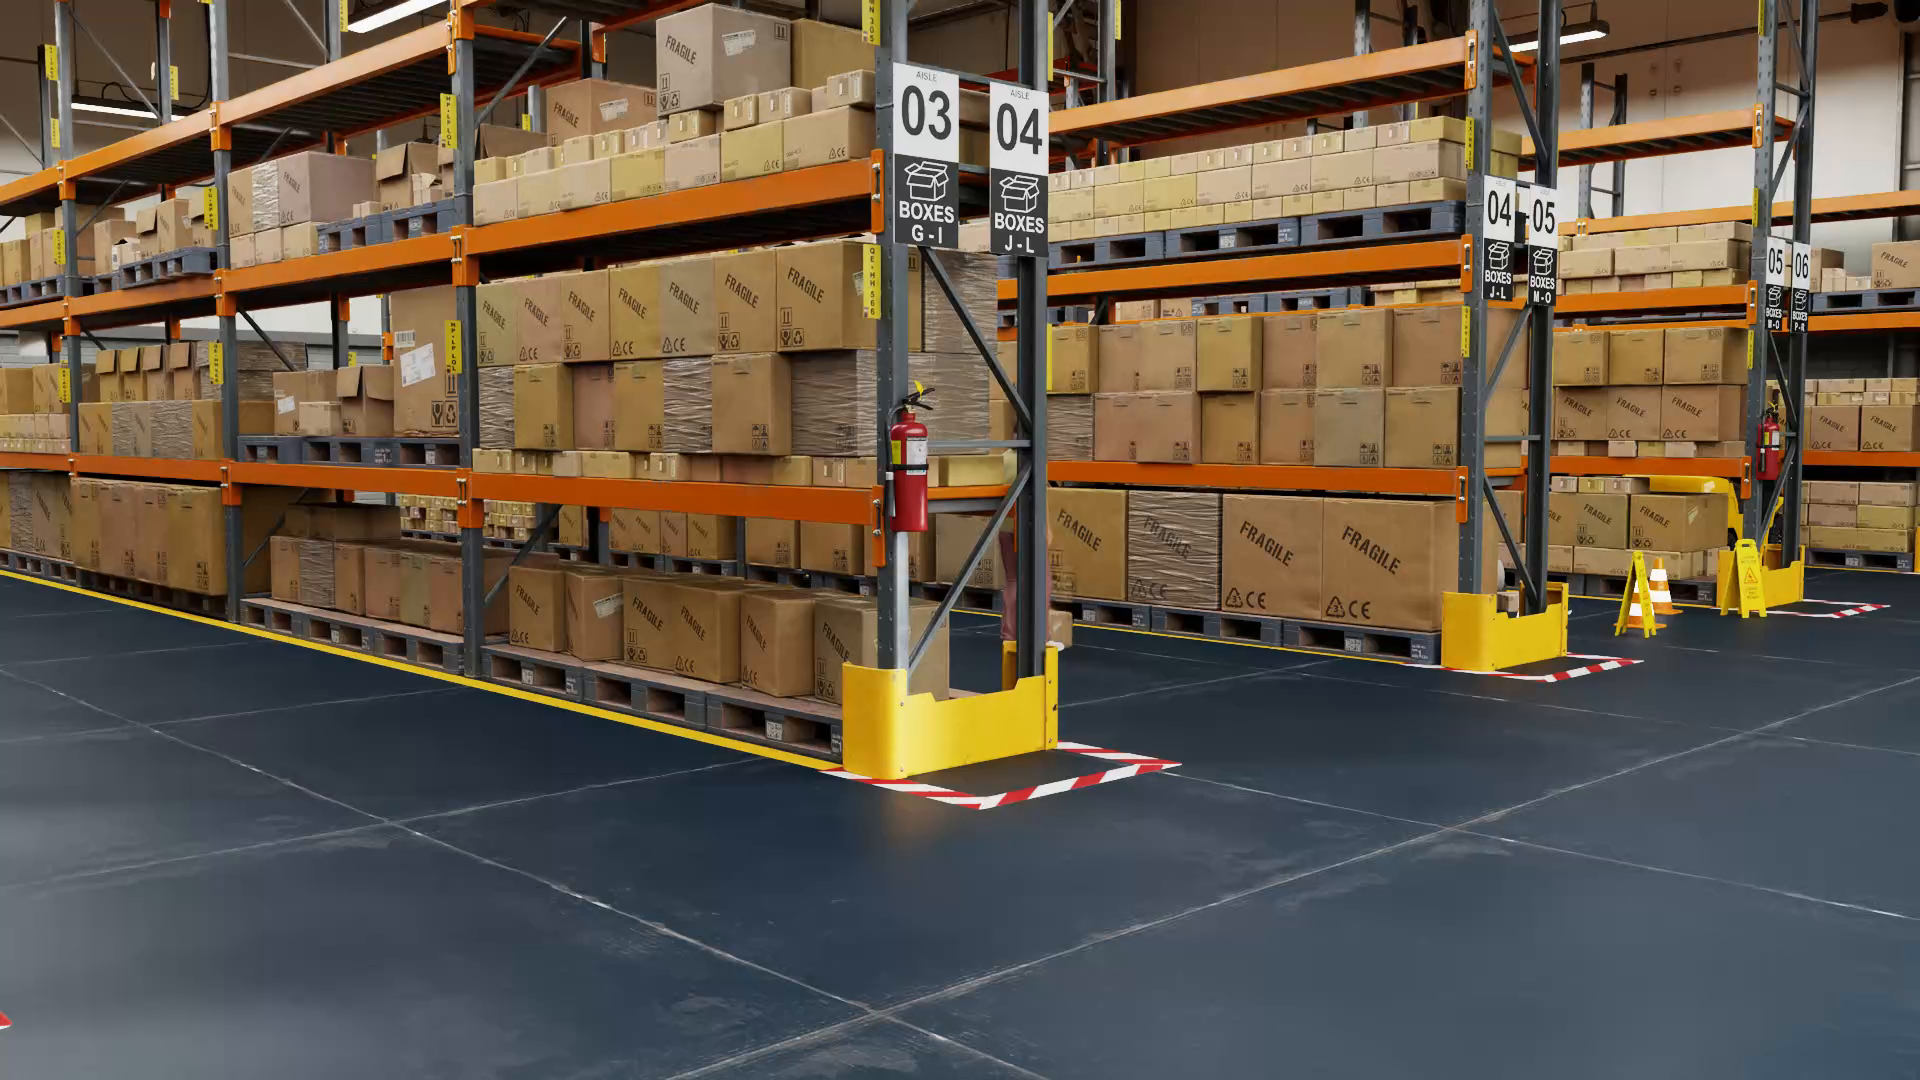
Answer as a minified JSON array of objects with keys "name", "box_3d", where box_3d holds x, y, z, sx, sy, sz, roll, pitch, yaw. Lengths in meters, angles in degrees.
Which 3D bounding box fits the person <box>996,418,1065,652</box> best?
[{"name":"person","box_3d":[0.456,-0.051,11.735,0.507,1.671,0.367,4,5,43]}]
